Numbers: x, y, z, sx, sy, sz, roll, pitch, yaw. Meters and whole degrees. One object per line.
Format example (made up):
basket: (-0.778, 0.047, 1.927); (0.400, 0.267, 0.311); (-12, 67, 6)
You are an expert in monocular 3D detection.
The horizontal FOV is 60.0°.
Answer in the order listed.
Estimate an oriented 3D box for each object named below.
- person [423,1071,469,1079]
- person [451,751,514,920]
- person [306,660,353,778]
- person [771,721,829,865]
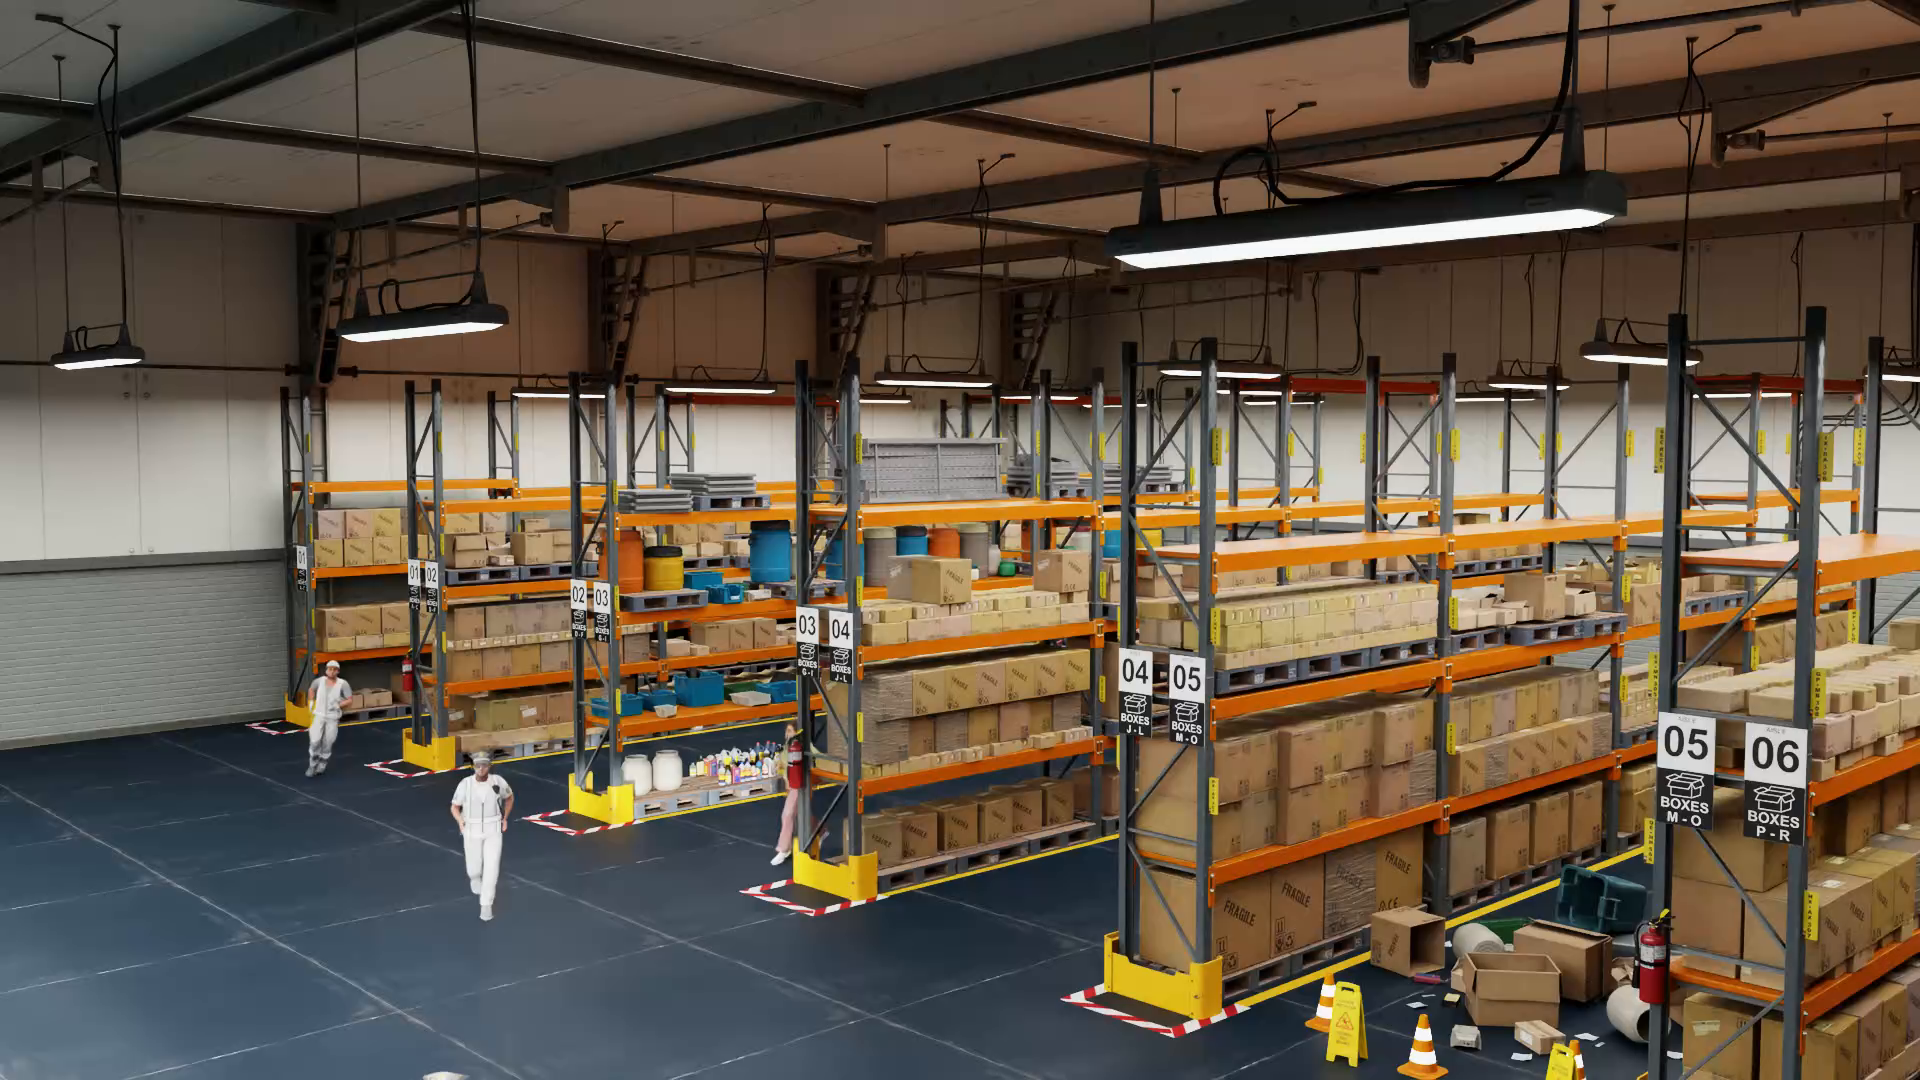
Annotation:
person: (-2.846, 3.740, 9.190); (0.623, 1.661, 0.567); (-1, 4, -13)
person: (-5.160, 3.151, 18.010); (0.663, 1.772, 0.816); (-1, 4, -17)
person: (-9.499, 2.688, 25.039); (0.696, 1.763, 0.654); (-1, 4, -14)
person: (-1.974, 3.039, 20.272); (0.931, 1.684, 0.605); (-3, 5, -42)
